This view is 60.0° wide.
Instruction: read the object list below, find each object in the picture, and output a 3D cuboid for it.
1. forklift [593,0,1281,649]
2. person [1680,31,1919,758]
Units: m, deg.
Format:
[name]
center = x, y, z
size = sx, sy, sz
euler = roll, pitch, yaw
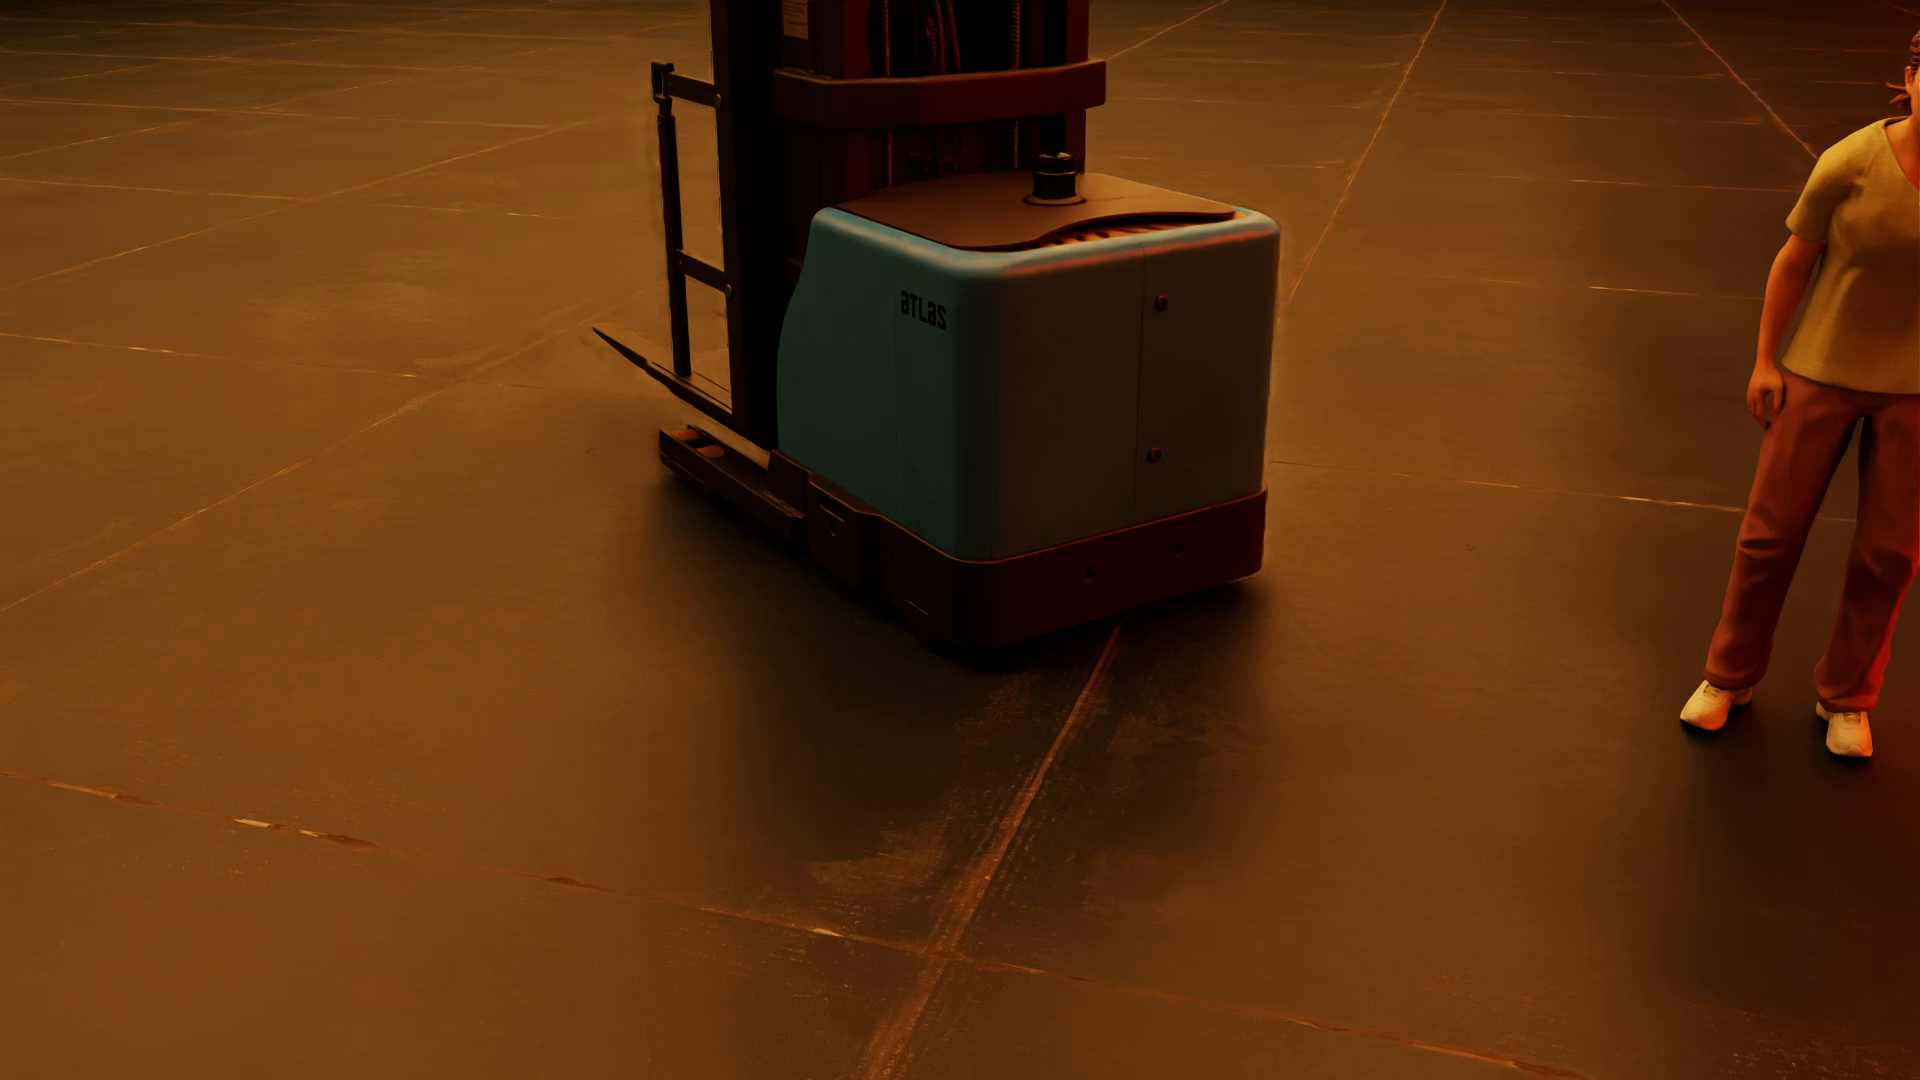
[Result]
[forklift]
center = -0.357, -1.587, 5.123
size = 1.130, 2.935, 3.031
euler = -14, 26, -30
[person]
center = 2.034, -0.328, 3.727
size = 0.512, 1.671, 0.359
euler = 10, 25, 23
